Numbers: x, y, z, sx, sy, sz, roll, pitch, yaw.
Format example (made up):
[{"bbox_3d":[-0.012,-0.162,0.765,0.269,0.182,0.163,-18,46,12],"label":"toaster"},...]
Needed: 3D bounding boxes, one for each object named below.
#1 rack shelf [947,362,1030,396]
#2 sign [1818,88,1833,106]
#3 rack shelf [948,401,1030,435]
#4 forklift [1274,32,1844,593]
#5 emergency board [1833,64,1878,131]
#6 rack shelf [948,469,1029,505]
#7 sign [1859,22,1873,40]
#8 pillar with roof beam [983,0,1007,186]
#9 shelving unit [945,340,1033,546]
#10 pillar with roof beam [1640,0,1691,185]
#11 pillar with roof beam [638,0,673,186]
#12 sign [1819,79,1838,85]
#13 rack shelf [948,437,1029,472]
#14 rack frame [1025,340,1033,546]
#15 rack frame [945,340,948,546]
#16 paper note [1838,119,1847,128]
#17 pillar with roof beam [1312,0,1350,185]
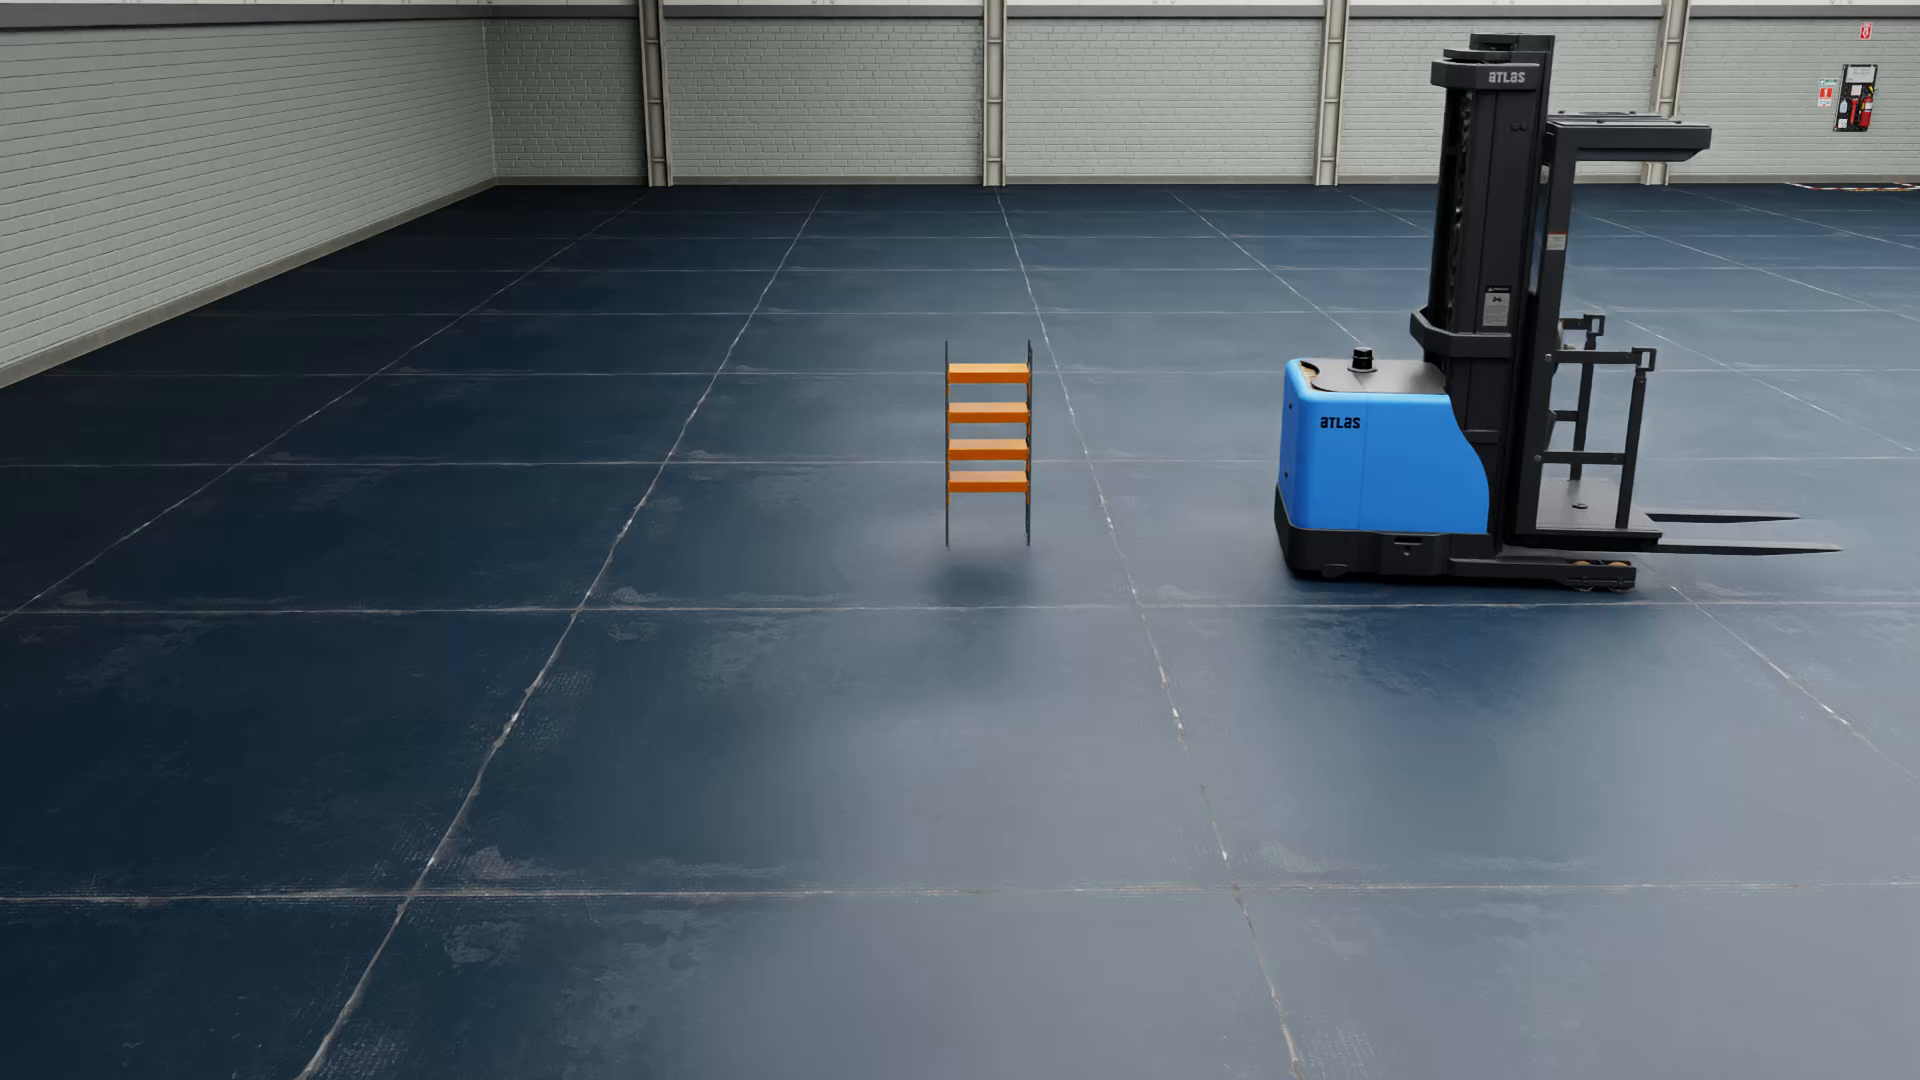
[{"bbox_3d":[0.166,-0.946,9.747,0.480,0.148,0.258,0,18,-1],"label":"rack shelf"},{"bbox_3d":[15.585,-7.978,29.949,0.234,0.329,0.001,0,18,-1],"label":"sign"},{"bbox_3d":[0.166,-0.721,9.819,0.480,0.148,0.258,0,18,-1],"label":"rack shelf"},{"bbox_3d":[3.391,-1.276,9.226,3.031,2.935,1.130,2,18,5],"label":"forklift"},{"bbox_3d":[16.139,-7.932,29.865,0.643,1.169,0.194,0,18,-1],"label":"emergency board"},{"bbox_3d":[0.166,-0.319,9.948,0.480,0.148,0.258,0,18,-1],"label":"rack shelf"},{"bbox_3d":[16.129,-9.067,29.605,0.199,0.298,0.001,0,18,-1],"label":"sign"},{"bbox_3d":[0.681,-9.388,24.580,0.400,9.000,9.100,0,18,-1],"label":"pillar with roof beam"},{"bbox_3d":[0.166,-0.572,9.867,0.503,1.200,0.258,0,18,-1],"label":"shelving unit"},{"bbox_3d":[12.679,-9.445,24.760,0.400,9.000,9.100,0,18,-1],"label":"pillar with roof beam"},{"bbox_3d":[-5.319,-9.359,24.490,0.400,9.000,9.100,0,18,-1],"label":"pillar with roof beam"},{"bbox_3d":[15.589,-8.228,29.860,0.331,0.109,0.001,0,18,-1],"label":"sign"},{"bbox_3d":[0.166,-0.508,9.887,0.480,0.148,0.258,0,18,-1],"label":"rack shelf"},{"bbox_3d":[0.409,-0.573,9.870,0.015,1.200,0.240,0,18,-1],"label":"rack frame"},{"bbox_3d":[-0.078,-0.571,9.863,0.015,1.200,0.240,0,18,-1],"label":"rack frame"},{"bbox_3d":[15.961,-7.533,30.062,0.142,0.148,0.016,0,18,-1],"label":"paper note"},{"bbox_3d":[6.680,-9.417,24.670,0.400,9.000,9.100,0,18,-1],"label":"pillar with roof beam"}]
